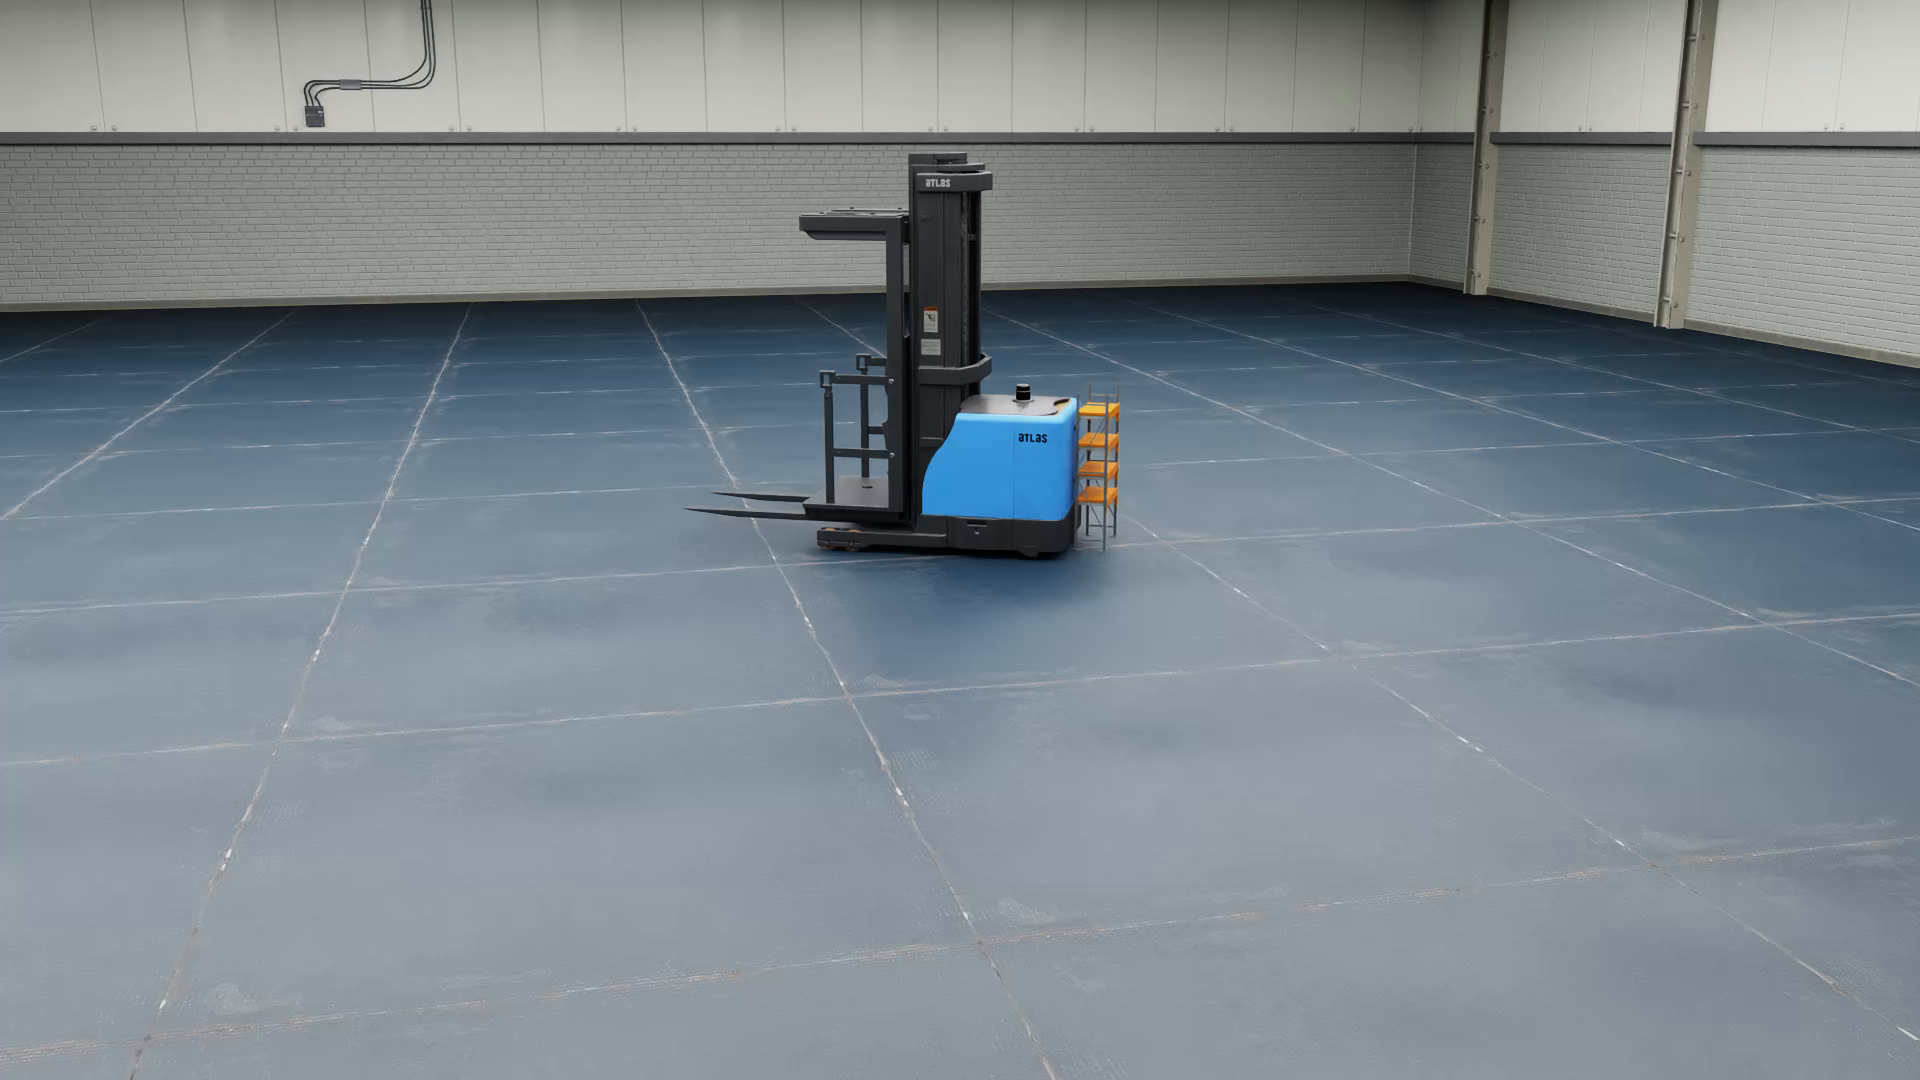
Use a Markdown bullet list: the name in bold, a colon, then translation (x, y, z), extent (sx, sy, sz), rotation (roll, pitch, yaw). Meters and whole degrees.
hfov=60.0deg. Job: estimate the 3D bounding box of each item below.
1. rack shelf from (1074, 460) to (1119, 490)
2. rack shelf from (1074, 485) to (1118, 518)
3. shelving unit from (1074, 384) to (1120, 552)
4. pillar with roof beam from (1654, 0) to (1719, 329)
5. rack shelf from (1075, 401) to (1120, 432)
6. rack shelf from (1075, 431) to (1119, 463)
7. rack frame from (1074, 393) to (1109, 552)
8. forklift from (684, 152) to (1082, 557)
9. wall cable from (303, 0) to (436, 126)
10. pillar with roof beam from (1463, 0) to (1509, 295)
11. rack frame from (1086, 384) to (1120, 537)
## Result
- **rack shelf**: translation (1.044, -0.490, 12.687), extent (0.258, 0.148, 0.480), rotation (4, 14, 14)
- **rack shelf**: translation (1.044, -0.297, 12.734), extent (0.258, 0.148, 0.480), rotation (4, 14, 14)
- **shelving unit**: translation (1.044, -0.555, 12.671), extent (0.258, 1.200, 0.503), rotation (4, 14, 14)
- **pillar with roof beam**: translation (7.403, -7.611, 25.121), extent (9.100, 9.000, 0.400), rotation (-3, 14, -13)
- **rack shelf**: translation (1.044, -0.937, 12.578), extent (0.258, 0.148, 0.480), rotation (4, 14, 14)
- **rack shelf**: translation (1.044, -0.707, 12.634), extent (0.258, 0.148, 0.480), rotation (4, 14, 14)
- **rack frame**: translation (0.982, -0.499, 12.442), extent (0.240, 1.200, 0.015), rotation (4, 14, 14)
- **forklift**: translation (-0.614, -1.456, 12.710), extent (3.031, 2.935, 1.130), rotation (3, 14, 12)
- **wall cable**: translation (-10.616, -10.411, 29.413), extent (2.305, 6.003, 0.169), rotation (-3, 14, -13)
- **pillar with roof beam**: translation (5.994, -8.996, 30.786), extent (9.100, 9.000, 0.400), rotation (-3, 14, -13)
- **rack frame**: translation (1.105, -0.611, 12.901), extent (0.240, 1.200, 0.015), rotation (4, 14, 14)
